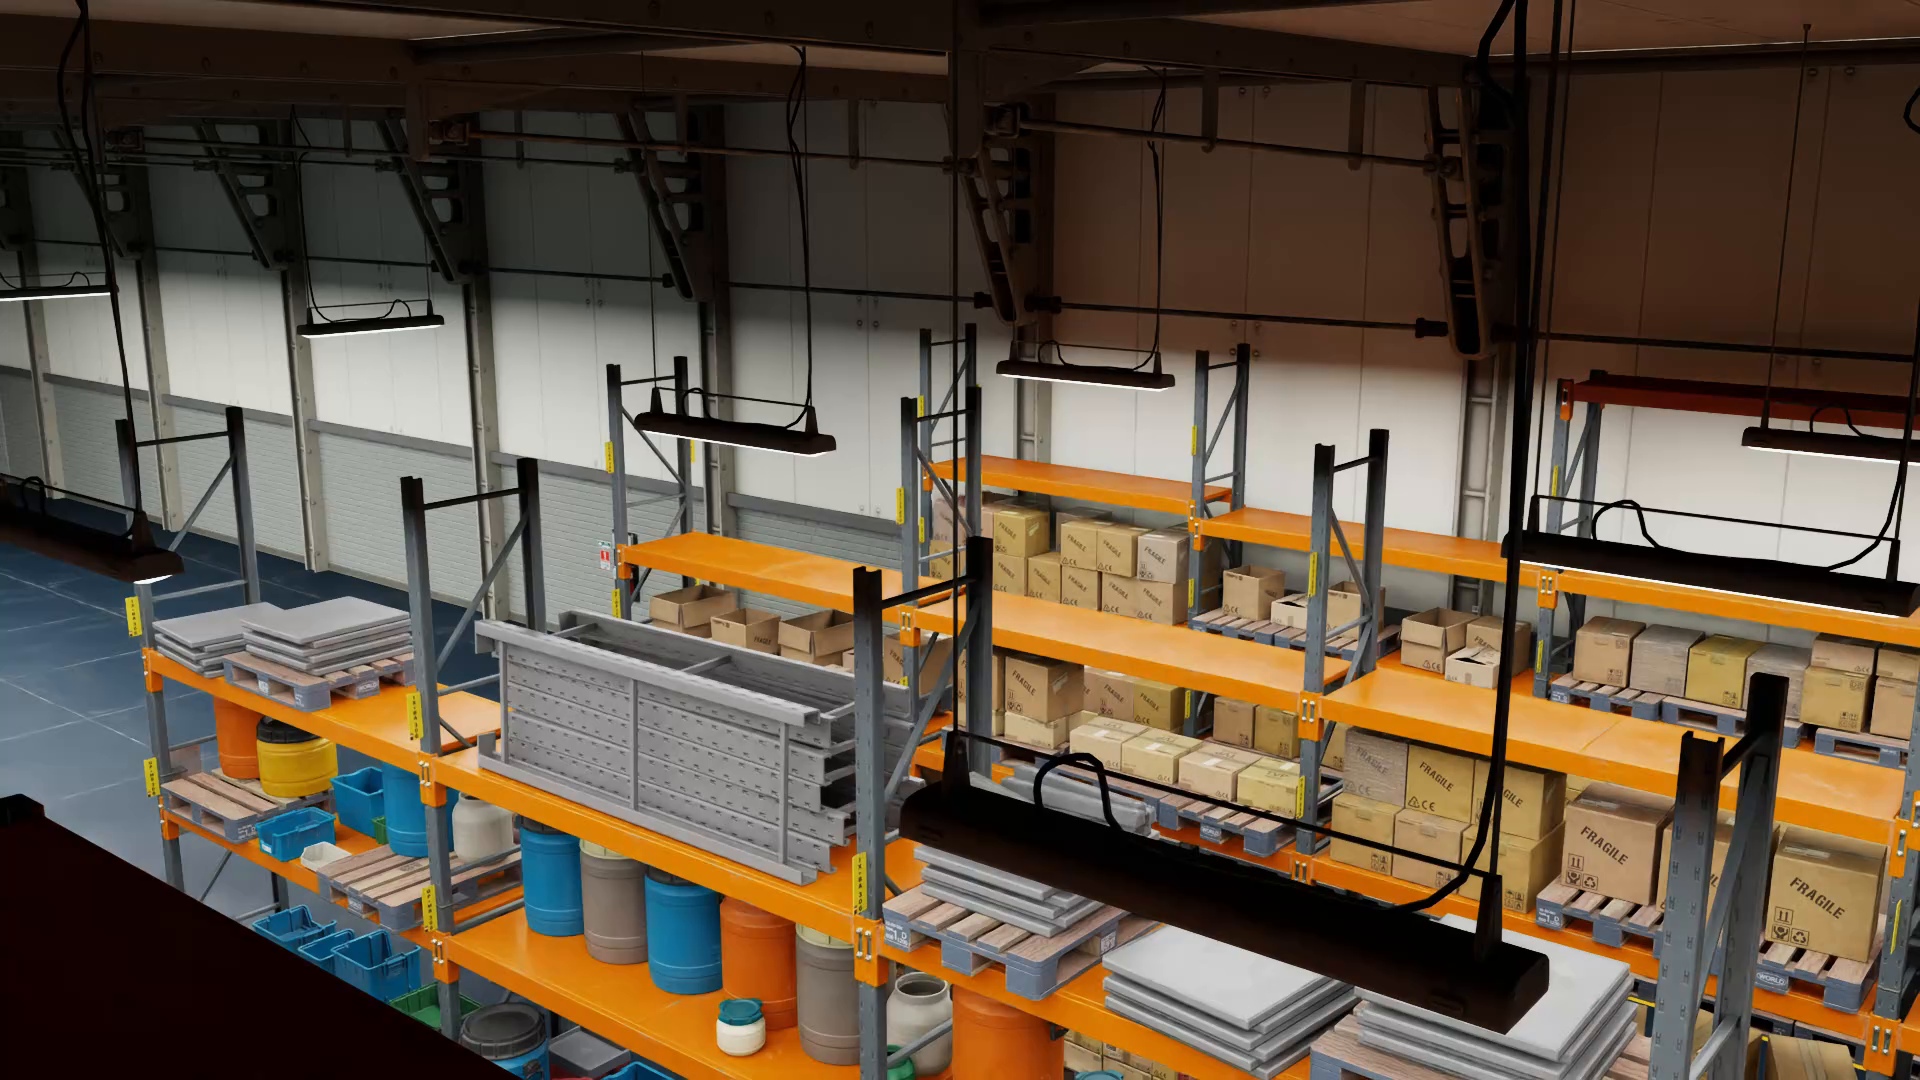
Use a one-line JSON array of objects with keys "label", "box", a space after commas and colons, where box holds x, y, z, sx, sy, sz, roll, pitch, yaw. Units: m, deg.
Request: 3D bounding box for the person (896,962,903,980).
[{"label": "person", "box": [-0.638, 4.177, 13.980, 1.049, 1.620, 0.433, 6, 14, 24]}]

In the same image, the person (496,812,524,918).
[{"label": "person", "box": [-4.546, 3.477, 16.848, 0.659, 1.746, 1.074, -3, 13, -12]}]
